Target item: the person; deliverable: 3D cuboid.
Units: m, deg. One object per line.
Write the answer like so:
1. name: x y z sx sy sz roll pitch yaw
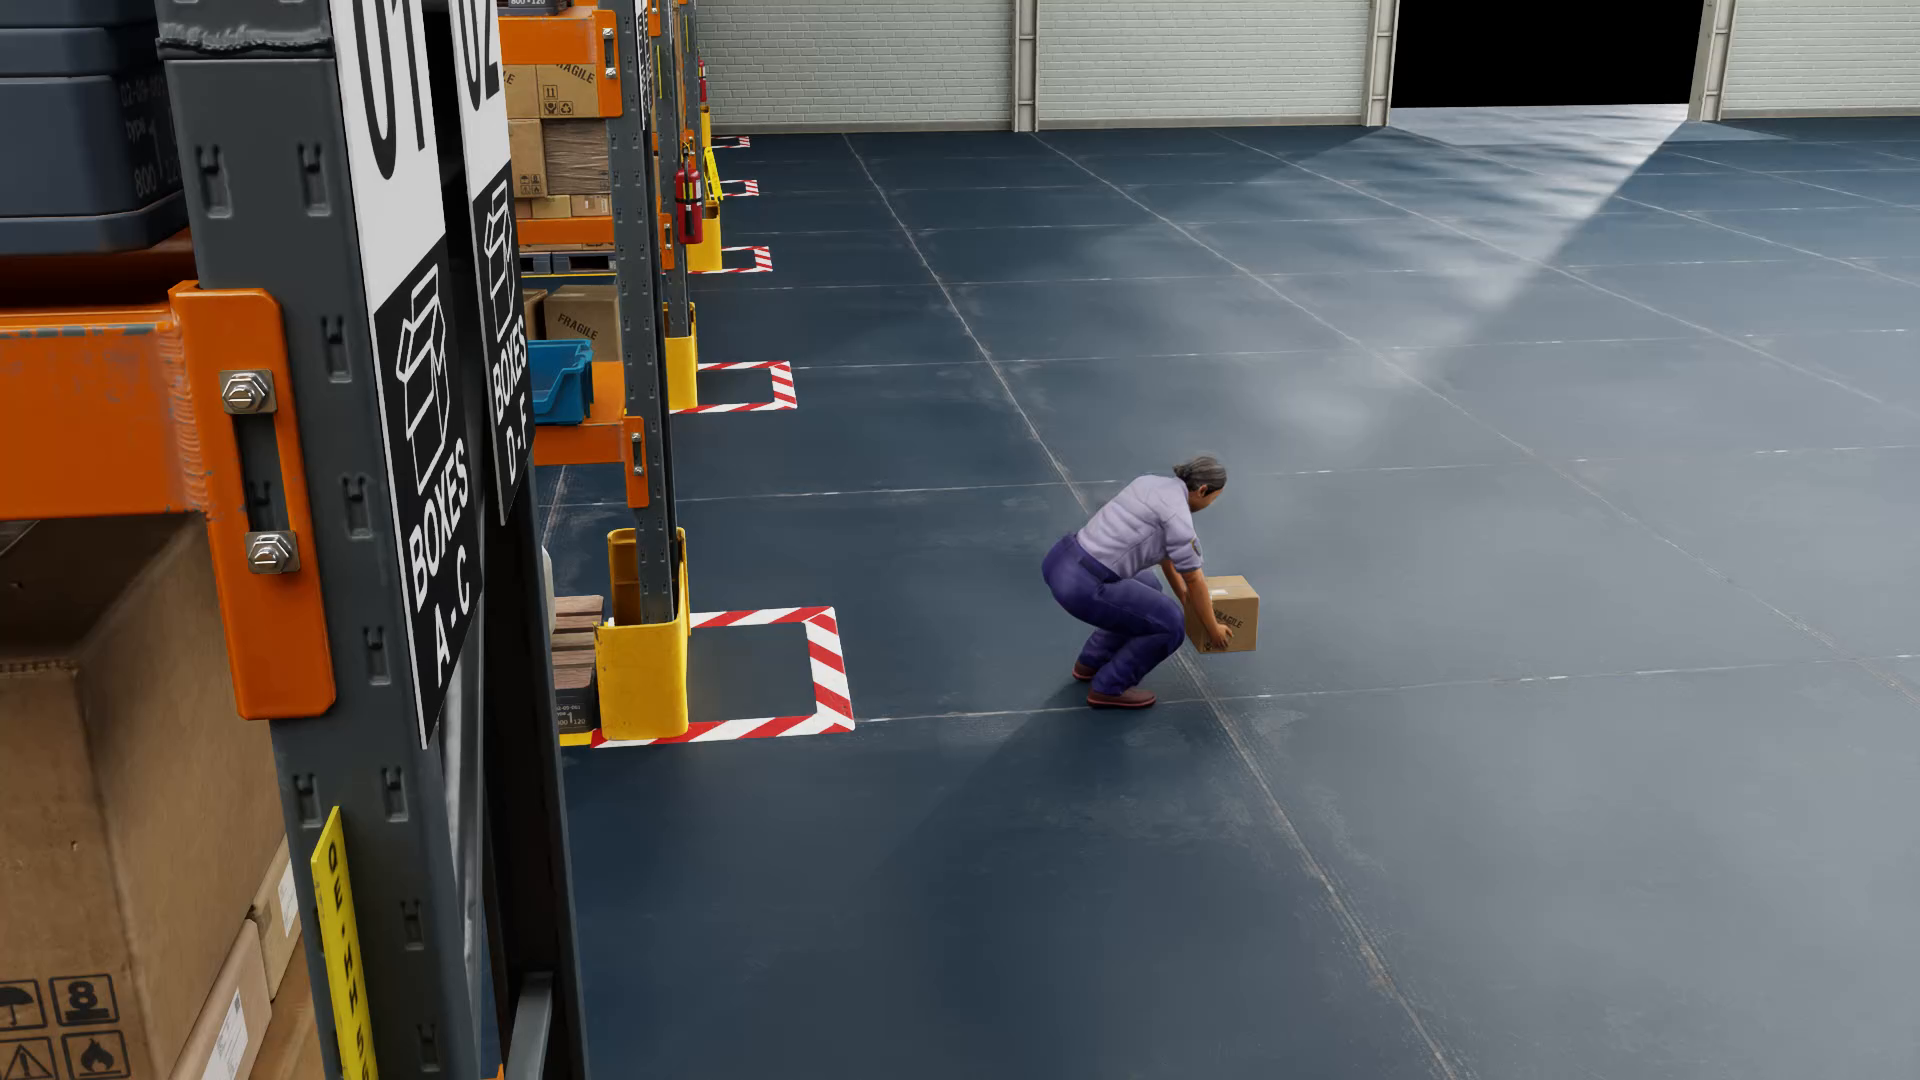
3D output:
1. person: 0.745 0.160 7.069 0.792 1.029 0.530 -3 20 -8
